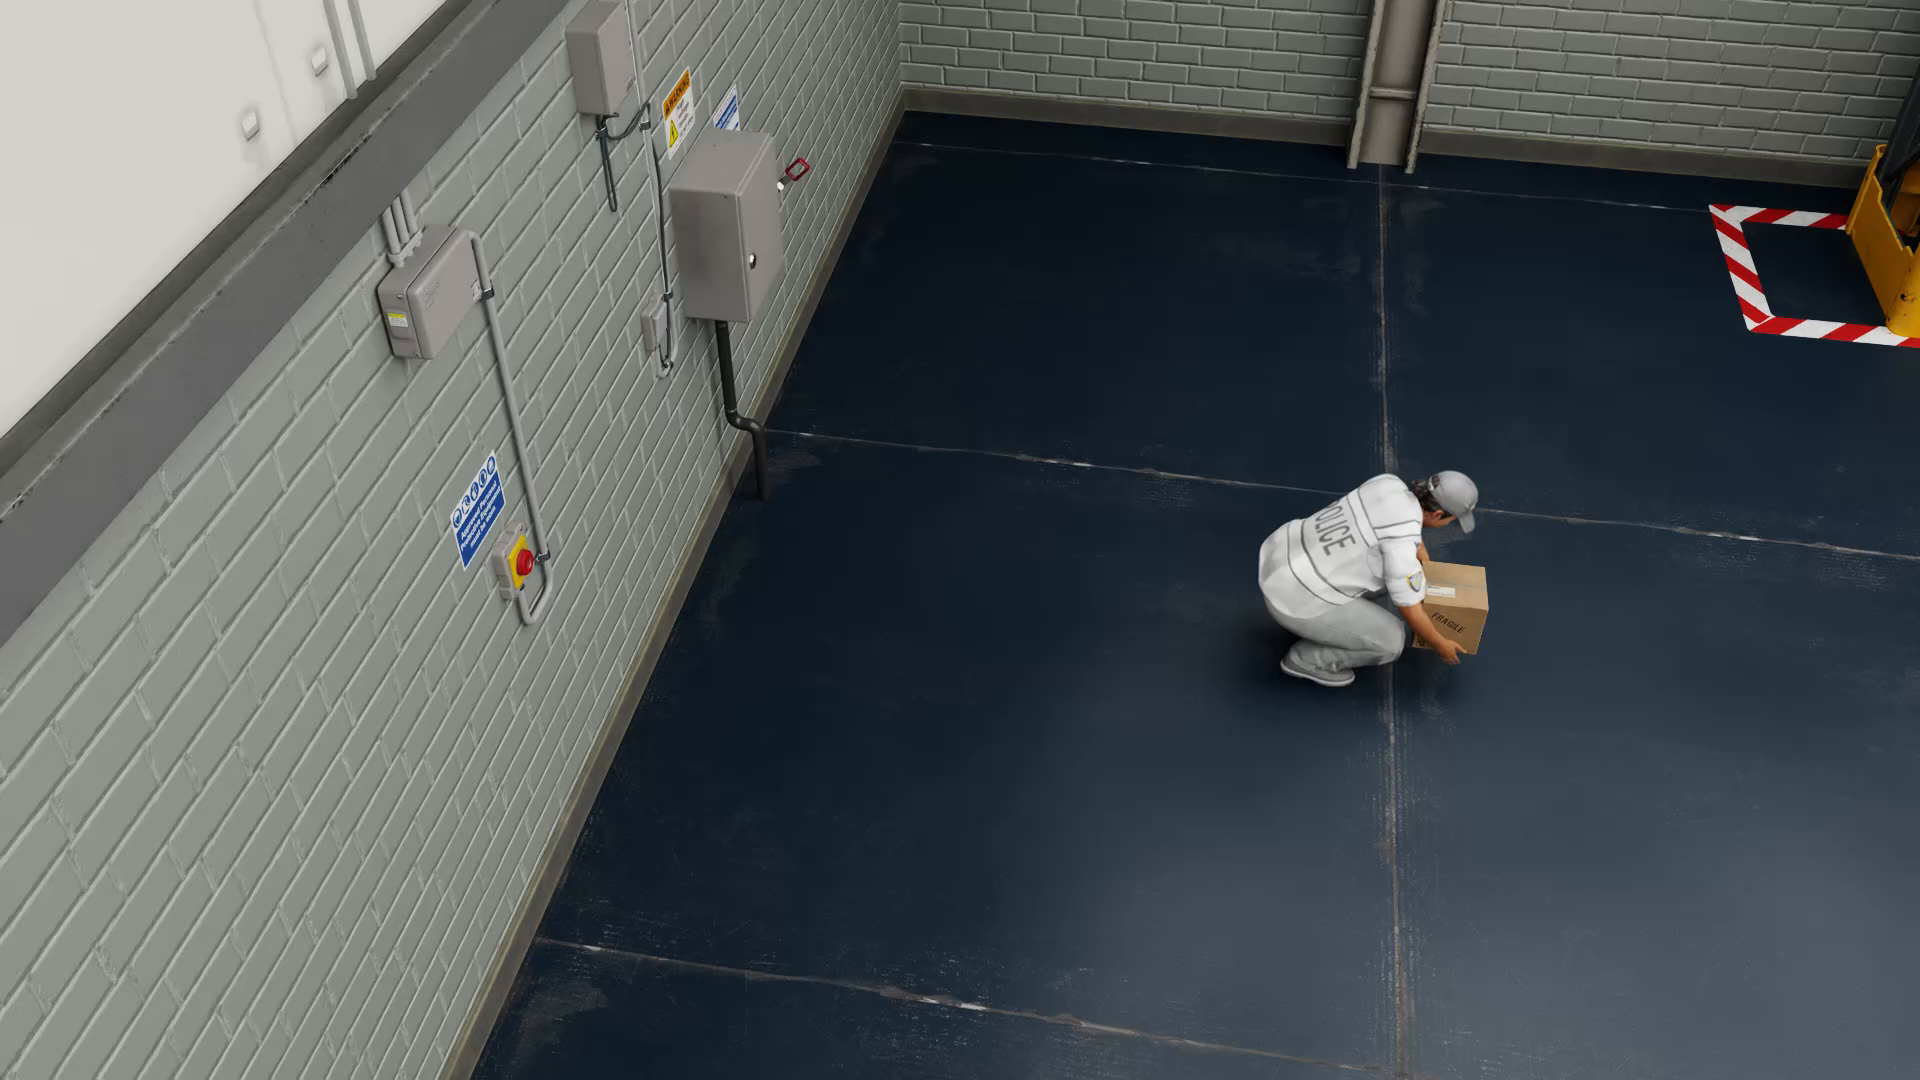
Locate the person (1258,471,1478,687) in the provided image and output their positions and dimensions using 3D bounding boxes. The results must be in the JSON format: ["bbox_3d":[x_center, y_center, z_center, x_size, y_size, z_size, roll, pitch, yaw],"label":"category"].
[{"bbox_3d":[1.614,0.116,6.586,0.849,0.945,0.526,6,41,7],"label":"person"}]
